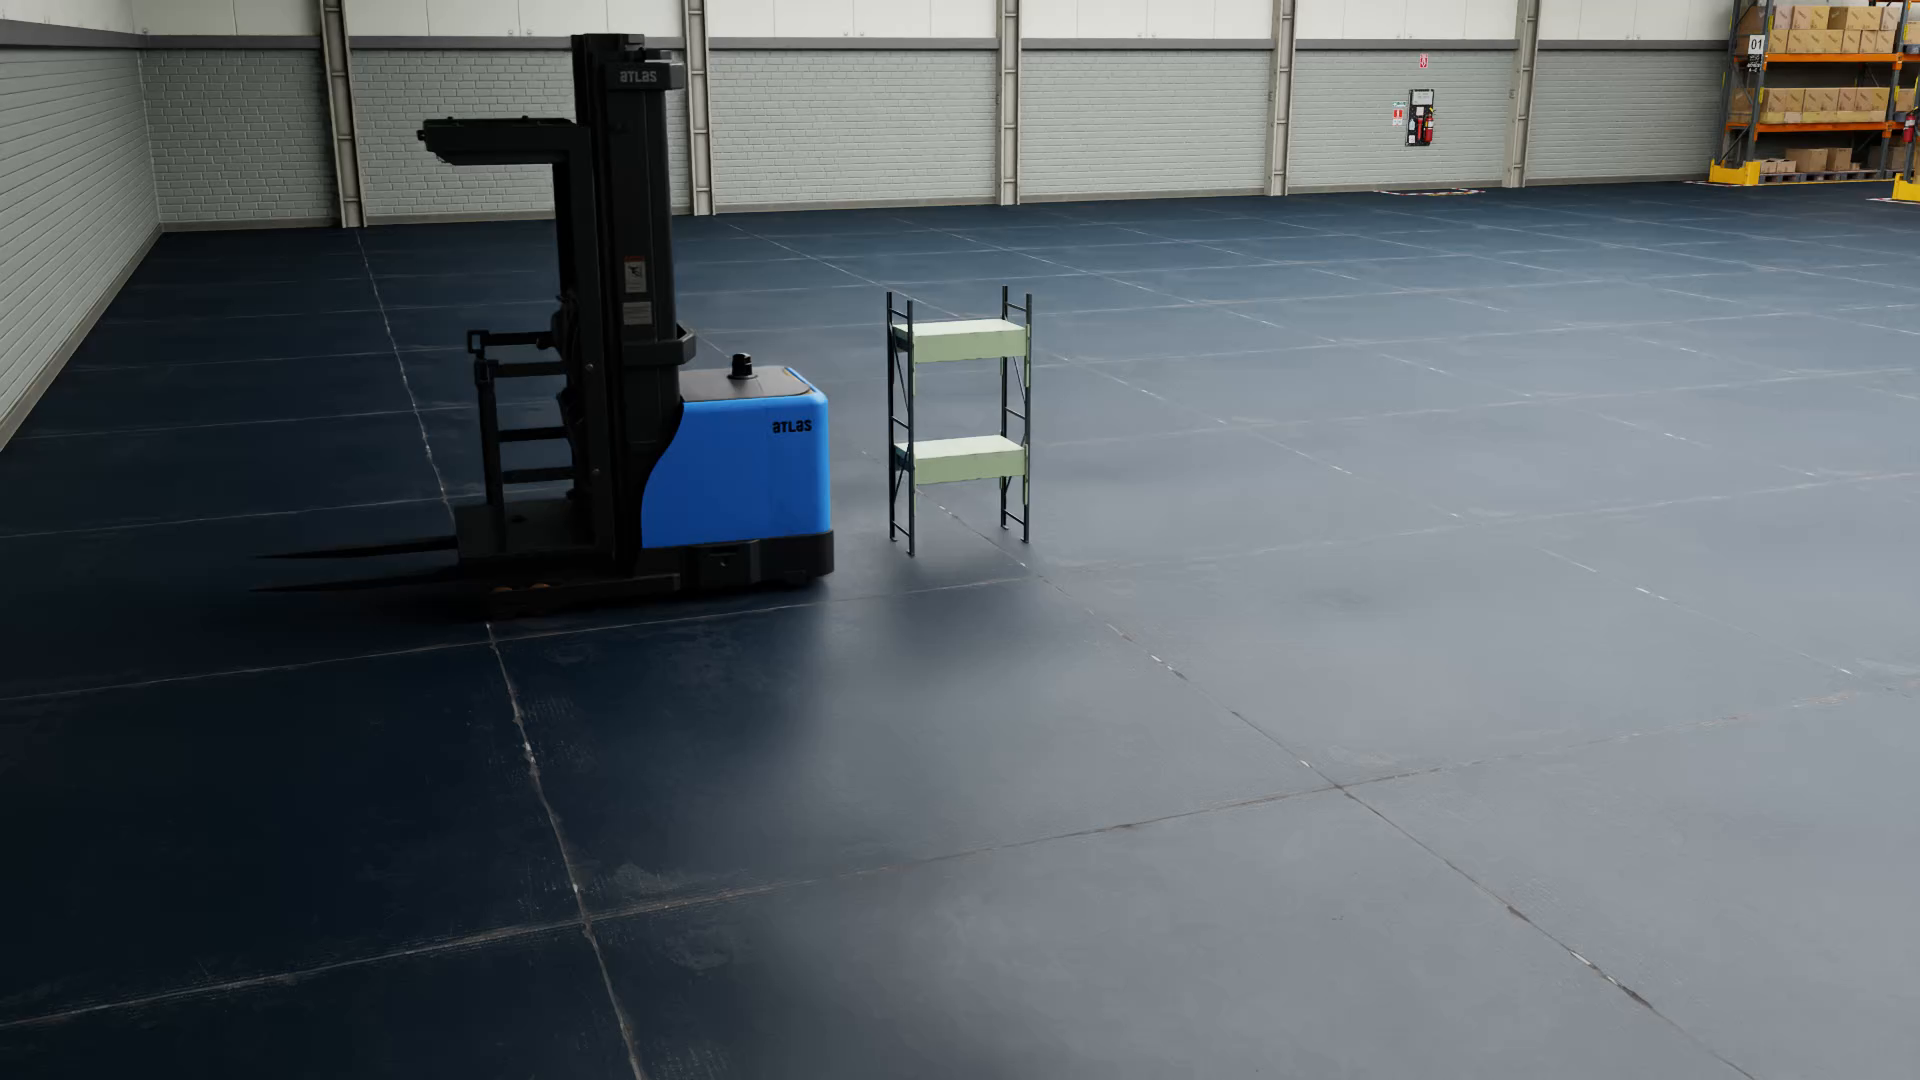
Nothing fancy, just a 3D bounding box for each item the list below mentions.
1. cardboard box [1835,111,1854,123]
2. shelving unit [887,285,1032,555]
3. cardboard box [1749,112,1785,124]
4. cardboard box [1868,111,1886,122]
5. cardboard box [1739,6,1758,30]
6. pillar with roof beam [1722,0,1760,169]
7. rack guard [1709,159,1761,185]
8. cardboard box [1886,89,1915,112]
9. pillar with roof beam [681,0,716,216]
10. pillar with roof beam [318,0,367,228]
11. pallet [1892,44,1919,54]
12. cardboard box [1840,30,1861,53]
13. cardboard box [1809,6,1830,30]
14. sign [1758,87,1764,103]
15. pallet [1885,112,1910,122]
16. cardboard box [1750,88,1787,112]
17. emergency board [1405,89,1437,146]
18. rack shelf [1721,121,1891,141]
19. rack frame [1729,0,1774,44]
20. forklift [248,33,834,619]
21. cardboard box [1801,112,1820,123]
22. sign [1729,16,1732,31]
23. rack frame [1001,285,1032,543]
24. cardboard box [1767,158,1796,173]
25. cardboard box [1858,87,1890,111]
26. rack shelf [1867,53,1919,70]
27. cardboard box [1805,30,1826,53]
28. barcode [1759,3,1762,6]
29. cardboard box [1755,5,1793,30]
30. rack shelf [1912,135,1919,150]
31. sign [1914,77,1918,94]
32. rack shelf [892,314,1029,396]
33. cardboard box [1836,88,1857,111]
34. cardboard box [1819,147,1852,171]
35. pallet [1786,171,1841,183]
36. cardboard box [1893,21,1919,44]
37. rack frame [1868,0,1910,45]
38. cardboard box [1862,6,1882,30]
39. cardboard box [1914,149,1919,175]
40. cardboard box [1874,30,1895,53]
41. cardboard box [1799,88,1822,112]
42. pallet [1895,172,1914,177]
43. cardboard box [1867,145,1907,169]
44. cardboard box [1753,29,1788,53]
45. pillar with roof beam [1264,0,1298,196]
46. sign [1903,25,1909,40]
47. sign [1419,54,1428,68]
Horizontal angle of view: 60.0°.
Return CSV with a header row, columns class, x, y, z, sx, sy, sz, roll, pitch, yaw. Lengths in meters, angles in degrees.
class,x,y,z,sx,sy,sz,roll,pitch,yaw
cardboard box,19.854,-9.603,37.707,0.500,0.250,0.500,-6,17,-20
shelving unit,-0.006,-0.719,9.885,0.755,1.500,0.431,-6,17,-20
cardboard box,17.955,-9.396,37.001,0.500,0.250,0.500,-7,18,-22
cardboard box,20.787,-9.706,38.057,0.500,0.250,0.500,-6,17,-20
cardboard box,17.694,-11.581,36.901,0.500,0.500,0.500,-5,17,-18
pillar with roof beam,19.270,-11.536,33.412,0.400,9.000,9.100,-6,17,-20
rack guard,17.456,-8.301,37.478,0.348,0.500,1.175,-6,17,-20
cardboard box,21.608,-10.197,38.541,0.500,0.500,0.700,-6,17,-20
pillar with roof beam,-3.141,-9.117,25.173,0.400,9.000,9.100,-6,17,-20
pillar with roof beam,-8.744,-8.512,23.113,0.400,9.000,9.100,-6,17,-20
pallet,21.735,-11.279,38.193,1.003,0.211,1.213,-6,17,-20
cardboard box,19.757,-11.163,37.252,0.500,0.500,0.500,-7,18,-22
cardboard box,18.793,-11.536,36.747,0.500,0.500,0.500,-6,17,-19
sign,17.580,-9.765,36.491,0.005,0.325,0.100,-6,17,-20
pallet,21.886,-9.843,38.632,1.213,0.211,1.003,-6,17,-20
cardboard box,17.939,-9.759,36.907,0.500,0.500,0.500,-6,17,-20
emergency board,9.805,-8.947,35.241,0.643,1.169,0.194,-6,17,-20
rack shelf,19.253,-9.349,37.887,4.000,0.370,1.077,-6,17,-20
rack frame,17.385,-12.371,36.254,0.127,3.000,1.000,-6,17,-20
forklift,-2.277,-1.159,8.844,3.031,2.935,1.130,-5,17,-17
cardboard box,18.912,-9.502,37.361,0.500,0.250,0.500,-6,18,-21
sign,17.205,-11.505,37.056,0.005,0.325,0.100,-6,17,-20
rack frame,0.336,-0.756,10.010,0.023,1.500,0.400,-6,17,-20
cardboard box,18.596,-8.517,37.769,0.500,0.311,0.500,-5,17,-15
cardboard box,20.790,-10.064,37.946,0.500,0.500,0.500,-6,17,-20
rack shelf,22.988,-11.191,38.838,4.000,0.370,1.077,-6,17,-20
cardboard box,18.785,-11.055,36.885,0.500,0.500,0.500,-5,17,-18
barcode,17.869,-11.950,37.129,0.075,0.075,0.001,-6,17,-20
cardboard box,17.832,-11.444,36.434,0.500,0.500,0.500,-8,18,-24
rack shelf,21.029,-8.046,33.450,4.000,0.370,1.077,-6,17,-20
sign,18.980,-9.003,32.957,0.005,0.325,0.100,-6,17,-20
rack shelf,-0.006,-1.093,9.775,0.720,0.370,0.431,-6,17,-20
cardboard box,19.852,-9.964,37.606,0.500,0.500,0.500,-7,18,-22
cardboard box,20.166,-8.792,38.371,0.500,0.500,0.500,-8,18,-24
pallet,19.365,-8.357,38.181,1.213,0.211,1.003,-6,17,-20
cardboard box,21.660,-11.619,38.093,0.500,0.500,0.500,-4,17,-12
rack frame,21.120,-12.774,37.628,0.127,3.000,1.000,-6,17,-20
cardboard box,20.239,-11.692,37.279,0.500,0.500,0.500,-5,17,-17
cardboard box,19.556,-7.564,33.336,0.500,0.500,0.500,-6,17,-20
cardboard box,20.735,-11.276,37.638,0.500,0.500,0.500,-6,17,-19
cardboard box,18.888,-9.857,37.239,0.500,0.500,0.500,-7,18,-22
pallet,22.988,-8.761,39.557,1.213,0.211,1.003,-6,17,-20
cardboard box,21.802,-8.986,39.031,0.500,0.500,0.700,-6,17,-18
cardboard box,17.787,-10.957,36.551,0.500,0.500,0.500,-6,17,-19
pillar with roof beam,8.064,-10.327,29.293,0.400,9.000,9.100,-6,17,-20
sign,21.322,-11.441,37.494,0.005,0.325,0.100,-6,17,-20
sign,9.762,-10.084,35.000,0.199,0.298,0.001,-6,17,-20
